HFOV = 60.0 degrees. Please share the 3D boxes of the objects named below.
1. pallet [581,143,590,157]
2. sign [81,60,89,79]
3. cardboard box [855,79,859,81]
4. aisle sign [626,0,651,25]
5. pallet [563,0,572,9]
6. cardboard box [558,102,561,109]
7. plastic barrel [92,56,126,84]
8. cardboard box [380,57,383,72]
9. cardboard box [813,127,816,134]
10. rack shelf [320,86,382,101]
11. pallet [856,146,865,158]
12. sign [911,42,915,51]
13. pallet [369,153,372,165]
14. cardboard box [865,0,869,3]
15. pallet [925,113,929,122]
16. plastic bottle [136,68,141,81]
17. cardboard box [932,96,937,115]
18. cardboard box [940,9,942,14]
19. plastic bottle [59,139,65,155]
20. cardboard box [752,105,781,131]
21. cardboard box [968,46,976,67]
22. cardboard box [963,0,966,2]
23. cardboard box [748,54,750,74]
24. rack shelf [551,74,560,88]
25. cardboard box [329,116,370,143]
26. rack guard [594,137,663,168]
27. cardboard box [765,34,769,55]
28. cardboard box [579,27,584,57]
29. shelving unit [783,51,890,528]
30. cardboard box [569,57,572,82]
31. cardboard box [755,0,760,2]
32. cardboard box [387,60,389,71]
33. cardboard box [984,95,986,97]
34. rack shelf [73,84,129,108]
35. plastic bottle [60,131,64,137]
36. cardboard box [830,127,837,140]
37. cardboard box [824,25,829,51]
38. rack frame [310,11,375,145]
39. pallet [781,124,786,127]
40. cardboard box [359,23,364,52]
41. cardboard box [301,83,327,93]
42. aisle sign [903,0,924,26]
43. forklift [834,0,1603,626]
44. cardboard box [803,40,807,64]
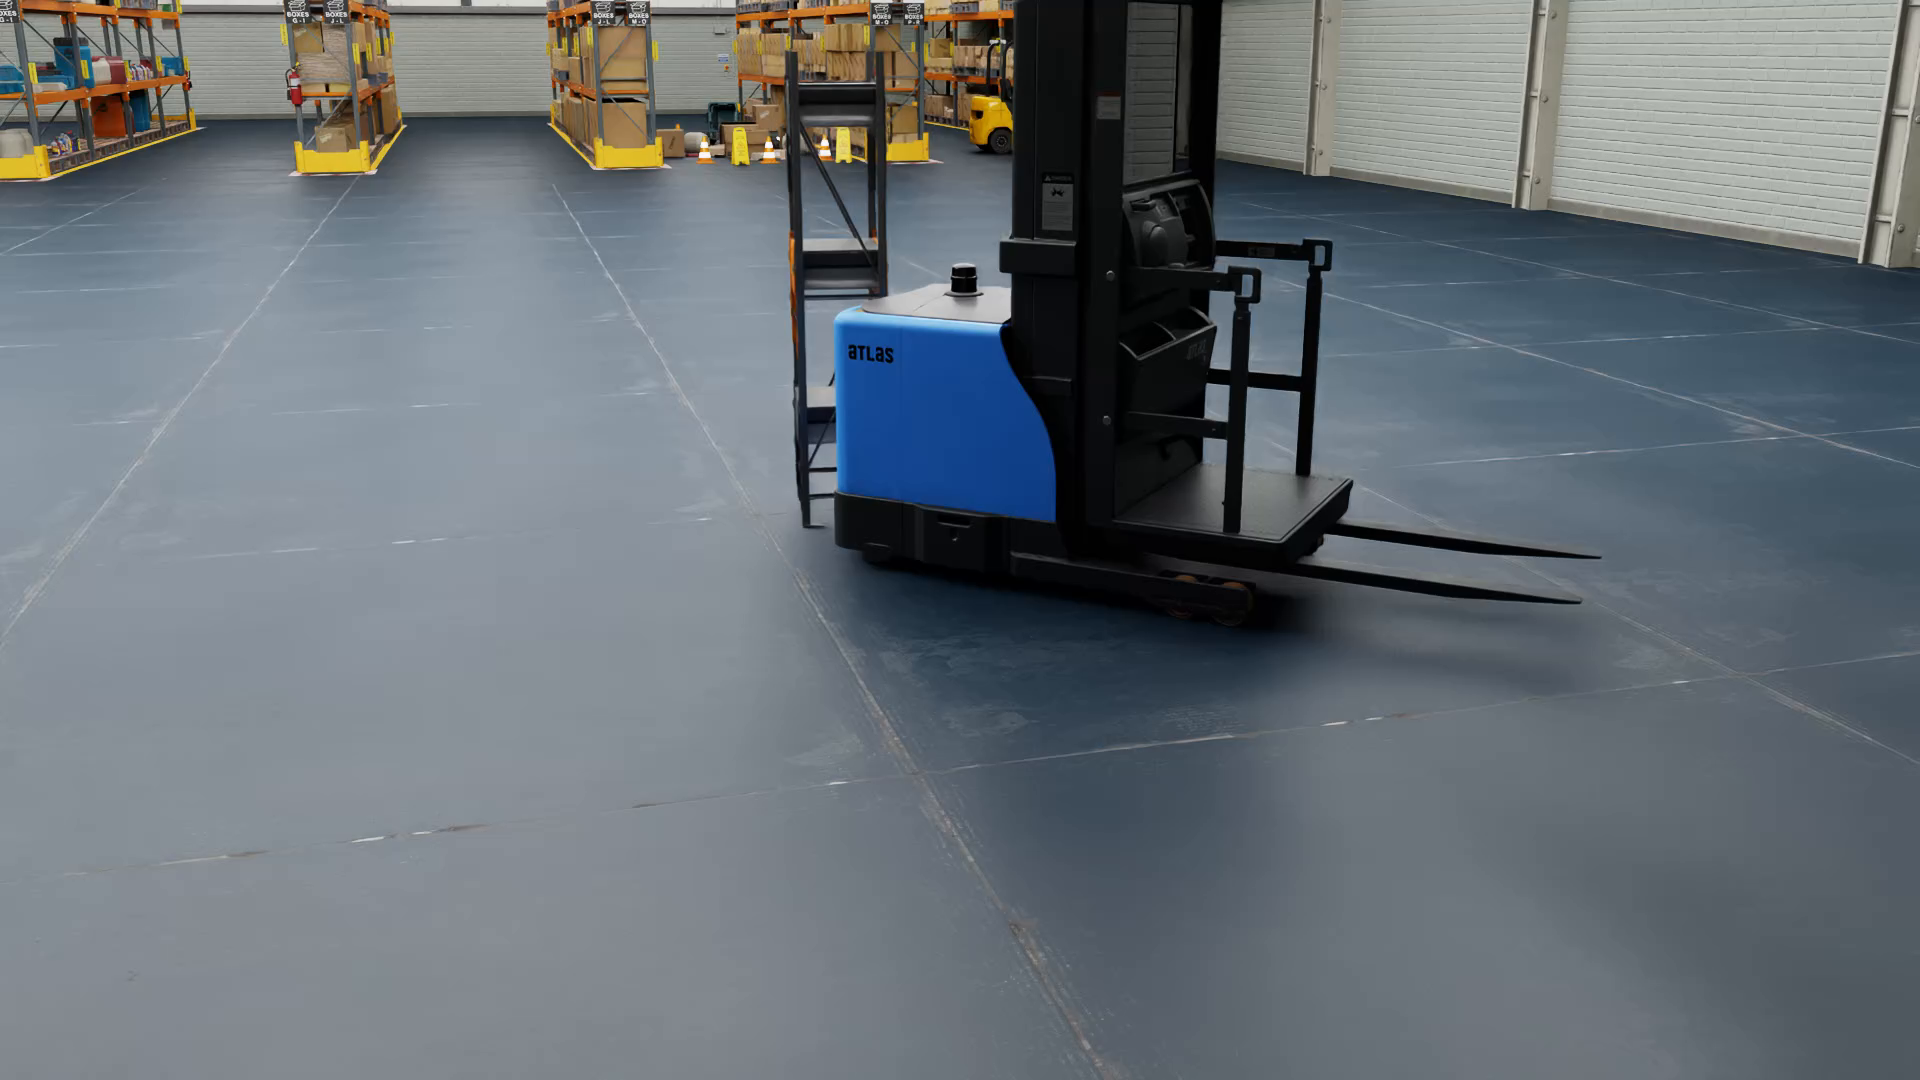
[{"bbox_3d":[-6.852,-7.644,32.532,1.003,0.211,1.213,-5,17,-15],"label":"pallet"},{"bbox_3d":[-16.012,-8.613,30.430,0.100,0.325,0.005,-5,17,-15],"label":"sign"},{"bbox_3d":[-1.789,-8.678,31.563,0.380,0.149,0.250,-4,17,-14],"label":"cardboard box"},{"bbox_3d":[-5.578,-9.338,28.807,0.394,0.787,0.004,-5,17,-15],"label":"aisle sign"},{"bbox_3d":[-7.857,-11.474,35.551,1.213,0.211,1.003,-4,17,-13],"label":"pallet"},{"bbox_3d":[-9.875,-10.888,41.678,0.380,0.149,0.250,-6,18,-18],"label":"cardboard box"},{"bbox_3d":[-17.225,-9.507,33.651,0.600,0.536,0.708,-5,17,-15],"label":"plastic barrel"},{"bbox_3d":[-13.041,-10.426,36.772,0.500,0.500,0.500,-5,17,-16],"label":"cardboard box"},{"bbox_3d":[-2.794,-9.093,36.348,0.950,0.372,0.625,-4,17,-13],"label":"cardboard box"},{"bbox_3d":[-12.332,-9.040,33.584,1.077,0.370,4.000,-5,17,-15],"label":"rack shelf"},{"bbox_3d":[-1.365,-7.422,31.792,1.003,0.211,1.213,-5,17,-15],"label":"pallet"},{"bbox_3d":[-1.302,-13.699,46.340,0.100,0.325,0.005,-5,17,-15],"label":"sign"},{"bbox_3d":[-10.893,-6.638,29.184,1.003,0.211,1.213,-5,17,-15],"label":"pallet"},{"bbox_3d":[-1.521,-9.901,30.423,0.380,0.149,0.250,-5,17,-15],"label":"cardboard box"},{"bbox_3d":[-0.539,-11.751,46.205,1.003,0.211,1.213,-5,17,-15],"label":"pallet"},{"bbox_3d":[-17.984,-10.168,36.304,0.152,0.276,0.135,-5,17,-15],"label":"plastic bottle"},{"bbox_3d":[-0.456,-11.761,45.008,0.500,0.500,0.500,-4,17,-14],"label":"cardboard box"},{"bbox_3d":[-0.302,-13.901,43.739,0.380,0.149,0.250,-4,17,-13],"label":"cardboard box"},{"bbox_3d":[-15.765,-6.886,29.140,0.097,0.271,0.097,0,17,0],"label":"plastic bottle"},{"bbox_3d":[-3.957,-8.631,34.002,0.500,0.500,0.500,-5,17,-15],"label":"cardboard box"},{"bbox_3d":[0.595,-11.958,41.145,0.700,0.500,0.500,-5,17,-16],"label":"cardboard box"},{"bbox_3d":[0.302,-13.390,41.134,0.380,0.149,0.250,-5,17,-16],"label":"cardboard box"},{"bbox_3d":[-5.254,-12.410,43.377,0.500,0.500,0.500,-4,17,-13],"label":"cardboard box"},{"bbox_3d":[-9.734,-11.617,42.163,1.077,0.370,4.000,-5,17,-15],"label":"rack shelf"},{"bbox_3d":[-11.930,-8.017,32.506,0.700,0.500,0.500,-6,18,-20],"label":"cardboard box"},{"bbox_3d":[-5.879,-6.885,29.505,1.175,0.500,0.348,-5,17,-15],"label":"rack guard"},{"bbox_3d":[-4.441,-12.072,40.514,0.500,0.500,0.500,-5,17,-16],"label":"cardboard box"},{"bbox_3d":[-6.917,-9.680,32.325,0.875,0.550,0.550,-5,17,-15],"label":"cardboard box"},{"bbox_3d":[-0.559,-1.141,7.601,0.431,2.100,0.503,-2,17,-8],"label":"shelving unit"},{"bbox_3d":[-8.078,-10.064,35.568,0.500,0.500,0.500,-5,17,-16],"label":"cardboard box"},{"bbox_3d":[-4.935,-13.600,41.631,0.396,0.266,0.258,-4,17,-13],"label":"cardboard box"},{"bbox_3d":[-13.990,-11.404,39.945,0.500,0.250,0.500,-5,17,-16],"label":"cardboard box"},{"bbox_3d":[0.807,-10.841,40.816,0.380,0.149,0.250,-5,17,-16],"label":"cardboard box"},{"bbox_3d":[-17.094,-8.649,32.280,1.077,0.370,4.000,-5,17,-15],"label":"rack shelf"},{"bbox_3d":[-16.229,-7.215,30.098,0.144,0.351,0.185,-5,17,-15],"label":"plastic bottle"},{"bbox_3d":[-2.351,-8.315,33.968,0.500,0.250,0.500,-6,18,-18],"label":"cardboard box"},{"bbox_3d":[-2.341,-10.145,33.584,0.700,0.500,0.500,-5,17,-16],"label":"cardboard box"},{"bbox_3d":[-11.782,-8.831,31.639,1.000,3.000,0.127,-5,17,-15],"label":"rack frame"},{"bbox_3d":[-3.829,-9.947,40.199,1.003,0.211,1.213,-5,17,-15],"label":"pallet"},{"bbox_3d":[-11.119,-9.121,30.175,0.500,0.500,0.500,-5,17,-15],"label":"cardboard box"},{"bbox_3d":[-10.960,-7.667,28.200,0.380,0.149,0.250,-5,17,-15],"label":"cardboard box"},{"bbox_3d":[-0.839,-9.761,30.214,0.394,0.787,0.004,-5,17,-15],"label":"aisle sign"},{"bbox_3d":[1.014,-1.249,6.516,3.031,2.935,1.130,8,19,26],"label":"forklift"},{"bbox_3d":[-3.149,-10.680,36.372,0.500,0.500,0.500,-4,17,-14],"label":"cardboard box"}]
